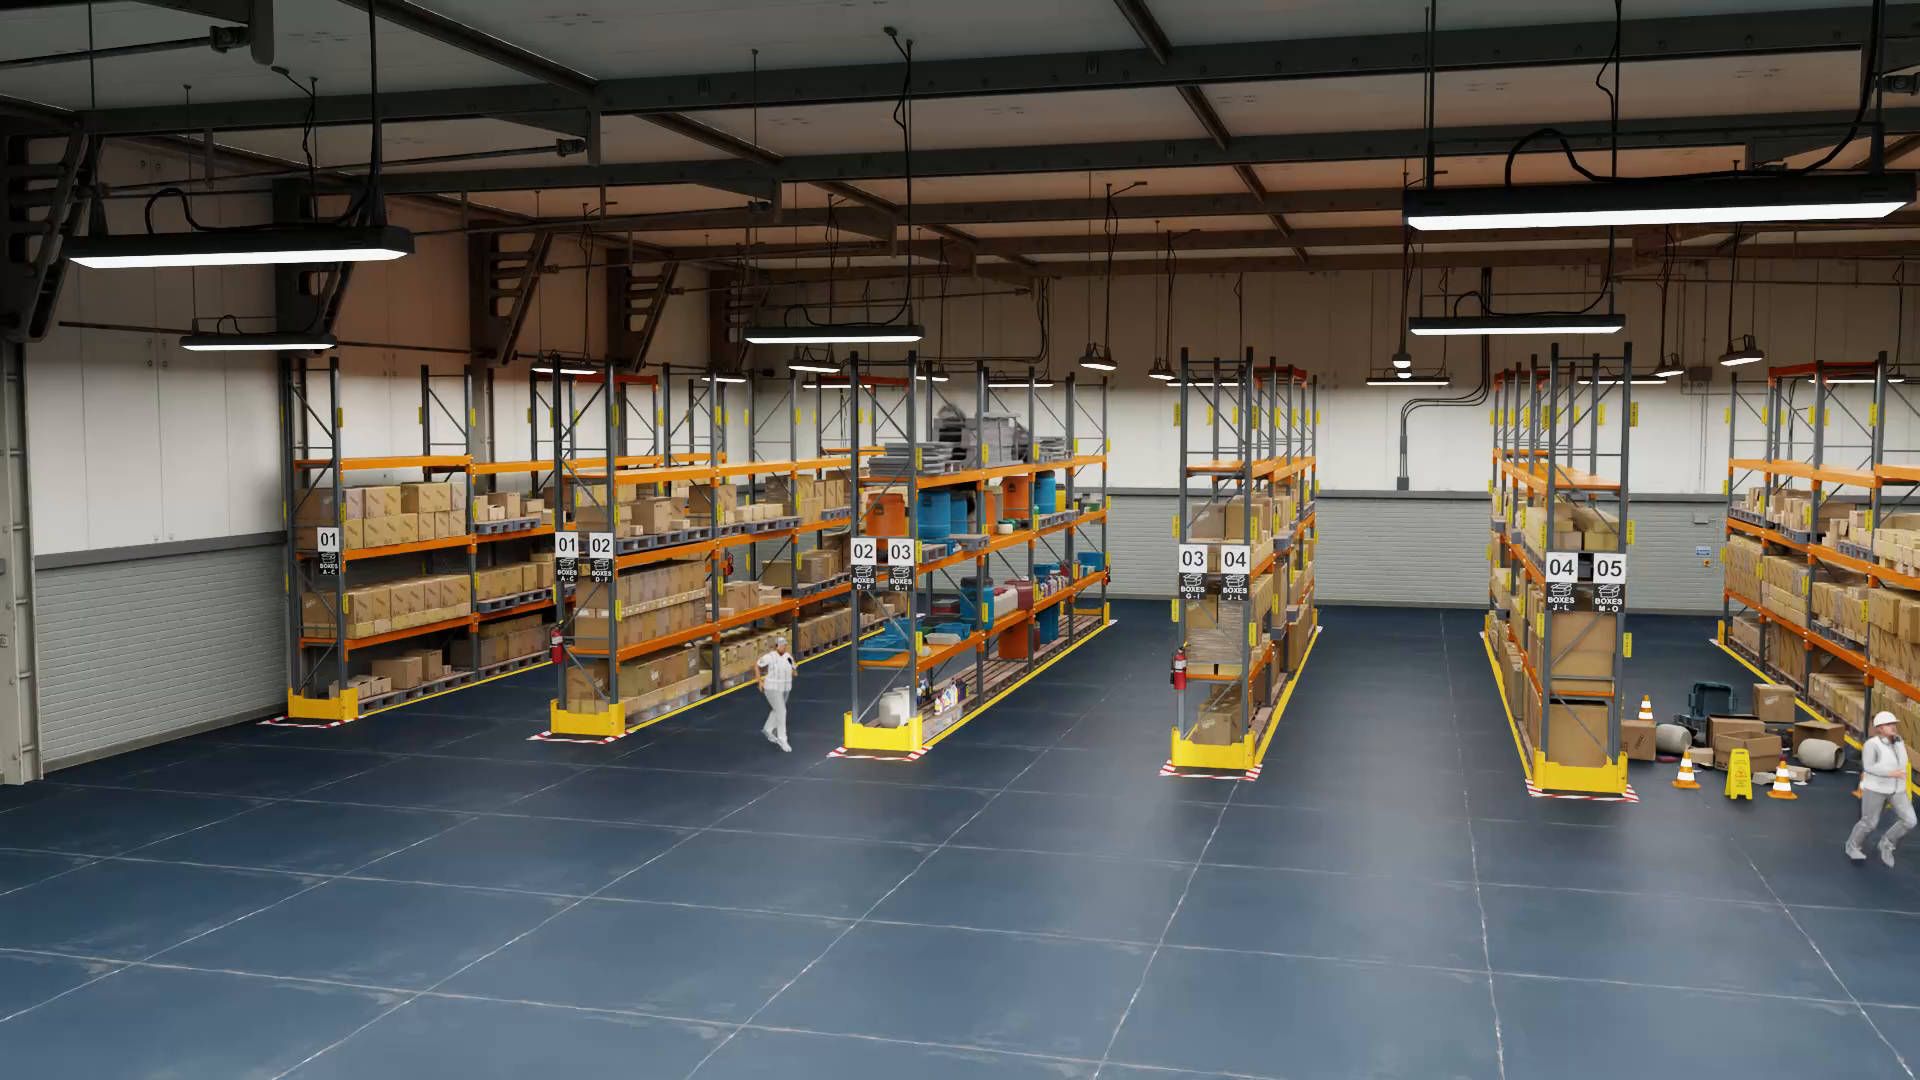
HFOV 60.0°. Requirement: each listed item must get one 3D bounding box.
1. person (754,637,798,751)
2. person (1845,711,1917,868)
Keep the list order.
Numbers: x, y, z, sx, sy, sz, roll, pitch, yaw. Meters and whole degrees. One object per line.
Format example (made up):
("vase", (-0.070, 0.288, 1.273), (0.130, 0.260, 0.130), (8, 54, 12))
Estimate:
("person", (-2.769, 2.318, 25.265), (0.846, 1.724, 0.575), (4, 6, 43))
("person", (10.278, 2.760, 18.455), (0.669, 1.746, 0.845), (-1, 4, -10))
